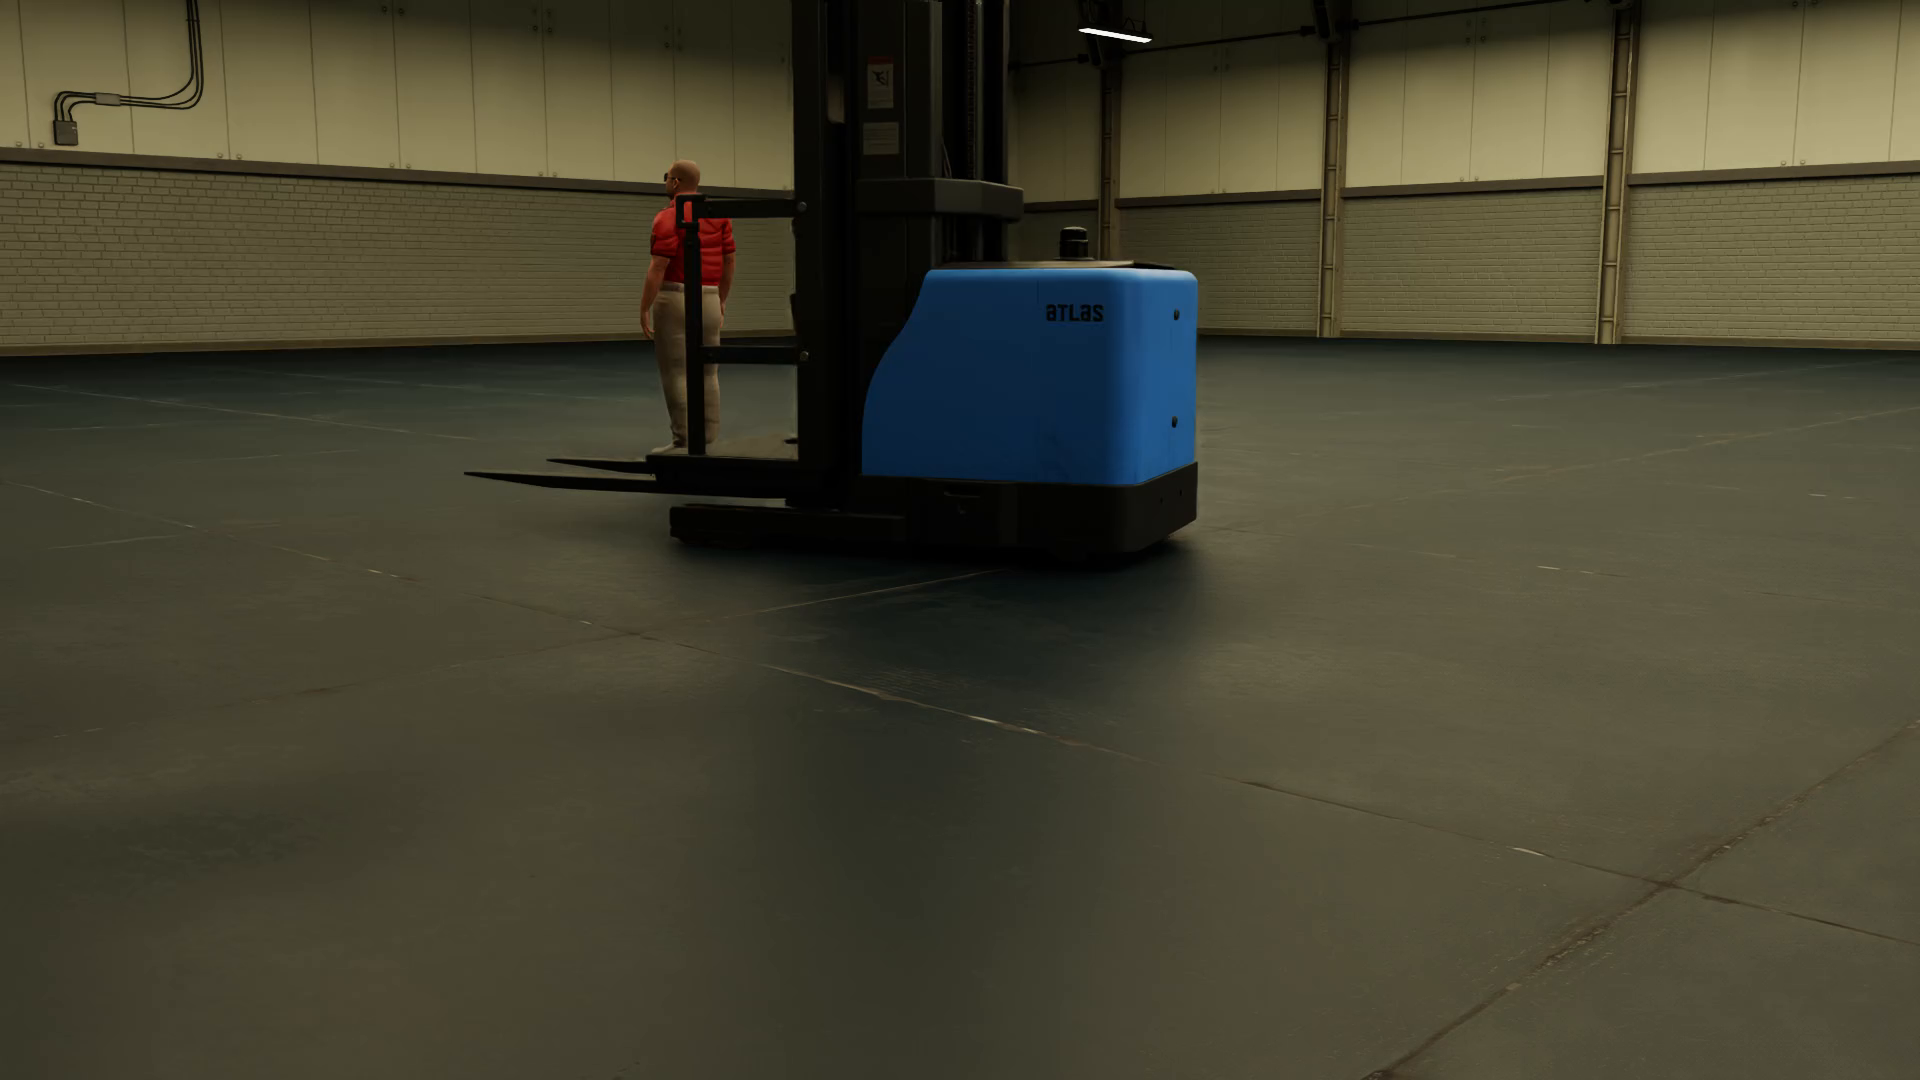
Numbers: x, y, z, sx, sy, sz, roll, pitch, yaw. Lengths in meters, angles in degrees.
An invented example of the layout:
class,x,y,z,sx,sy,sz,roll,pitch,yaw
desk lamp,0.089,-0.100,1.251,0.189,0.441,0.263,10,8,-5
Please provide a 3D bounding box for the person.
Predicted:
class,x,y,z,sx,sy,sz,roll,pitch,yaw
person,-1.650,-1.333,9.718,0.550,1.727,0.637,7,11,41

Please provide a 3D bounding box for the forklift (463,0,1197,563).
class,x,y,z,sx,sy,sz,roll,pitch,yaw
forklift,-0.606,-1.482,6.717,3.031,2.935,1.130,3,9,21
